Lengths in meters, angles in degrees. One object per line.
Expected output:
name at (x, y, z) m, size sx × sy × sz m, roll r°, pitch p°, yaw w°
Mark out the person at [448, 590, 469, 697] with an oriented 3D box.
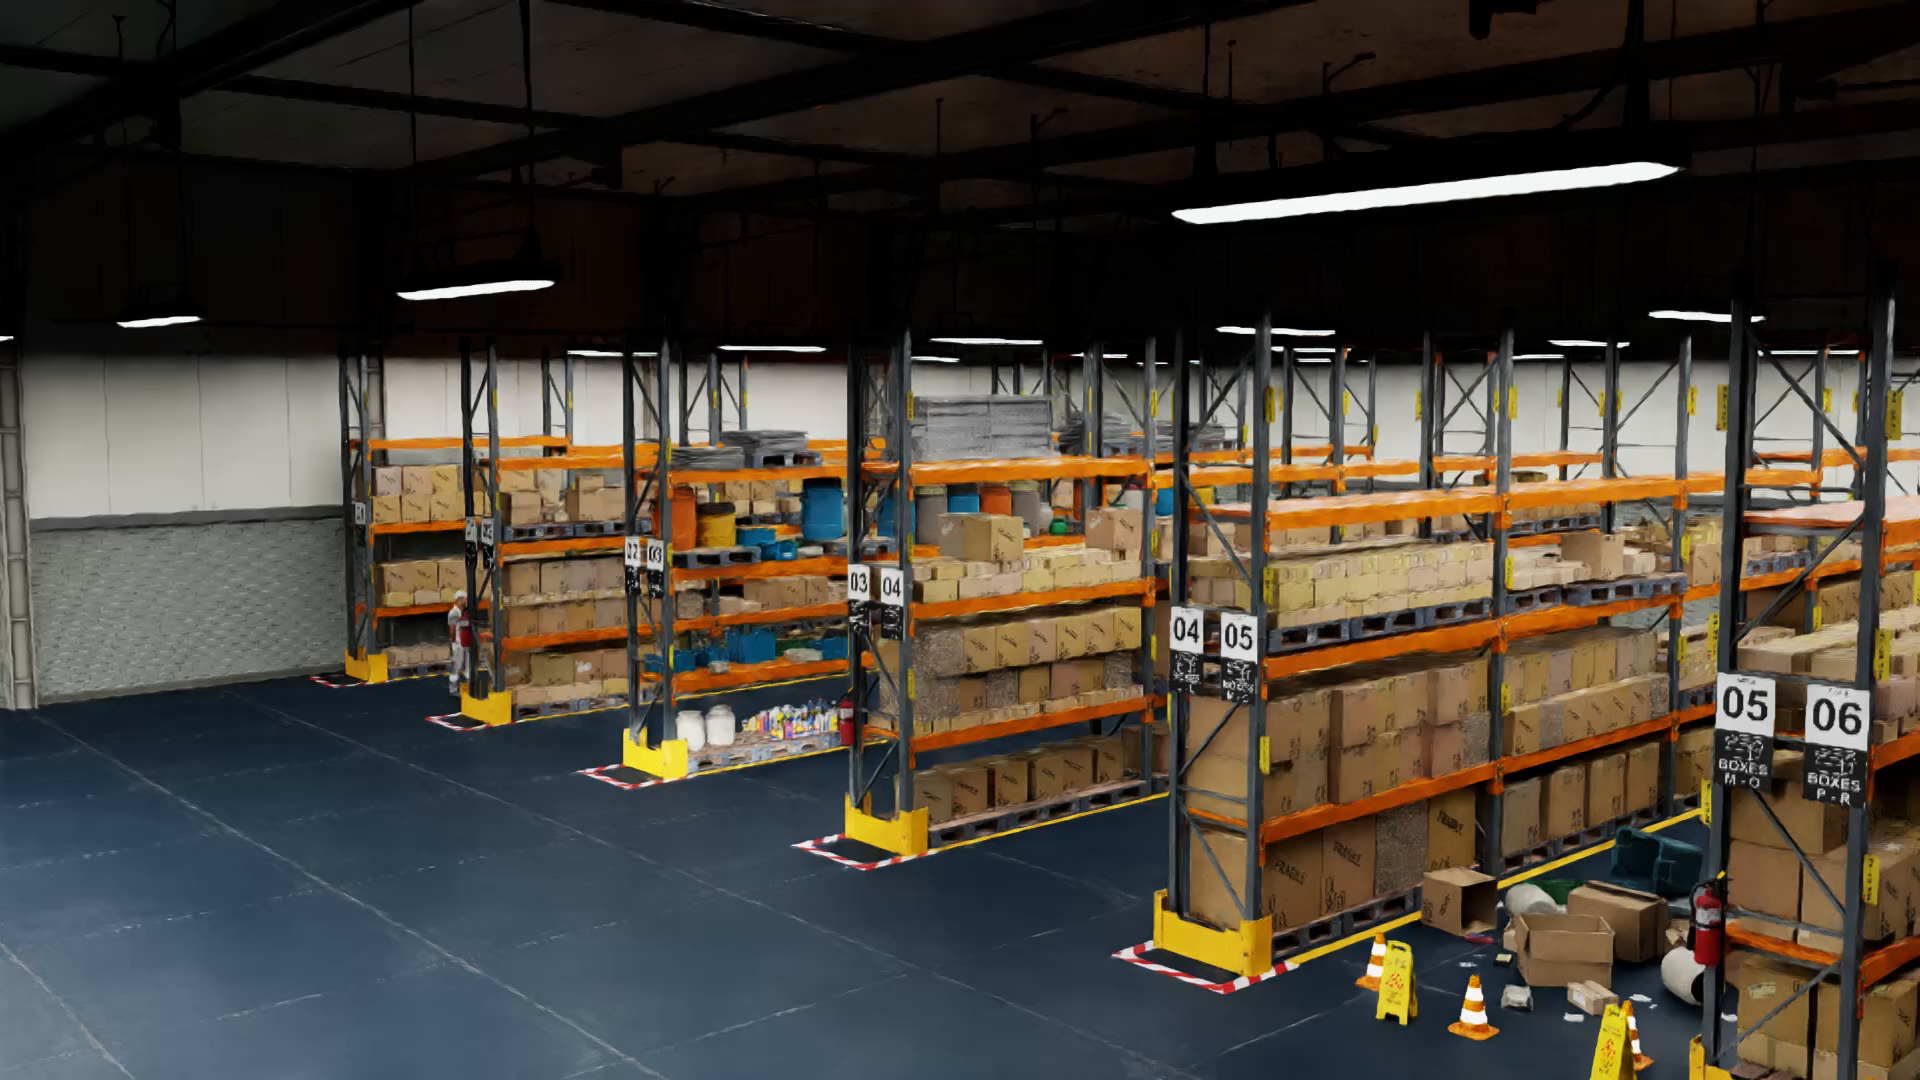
person at (-8.390, 1.734, 28.164) m, size 0.442 × 1.792 × 0.606 m, roll 2°, pitch 5°, yaw 18°
